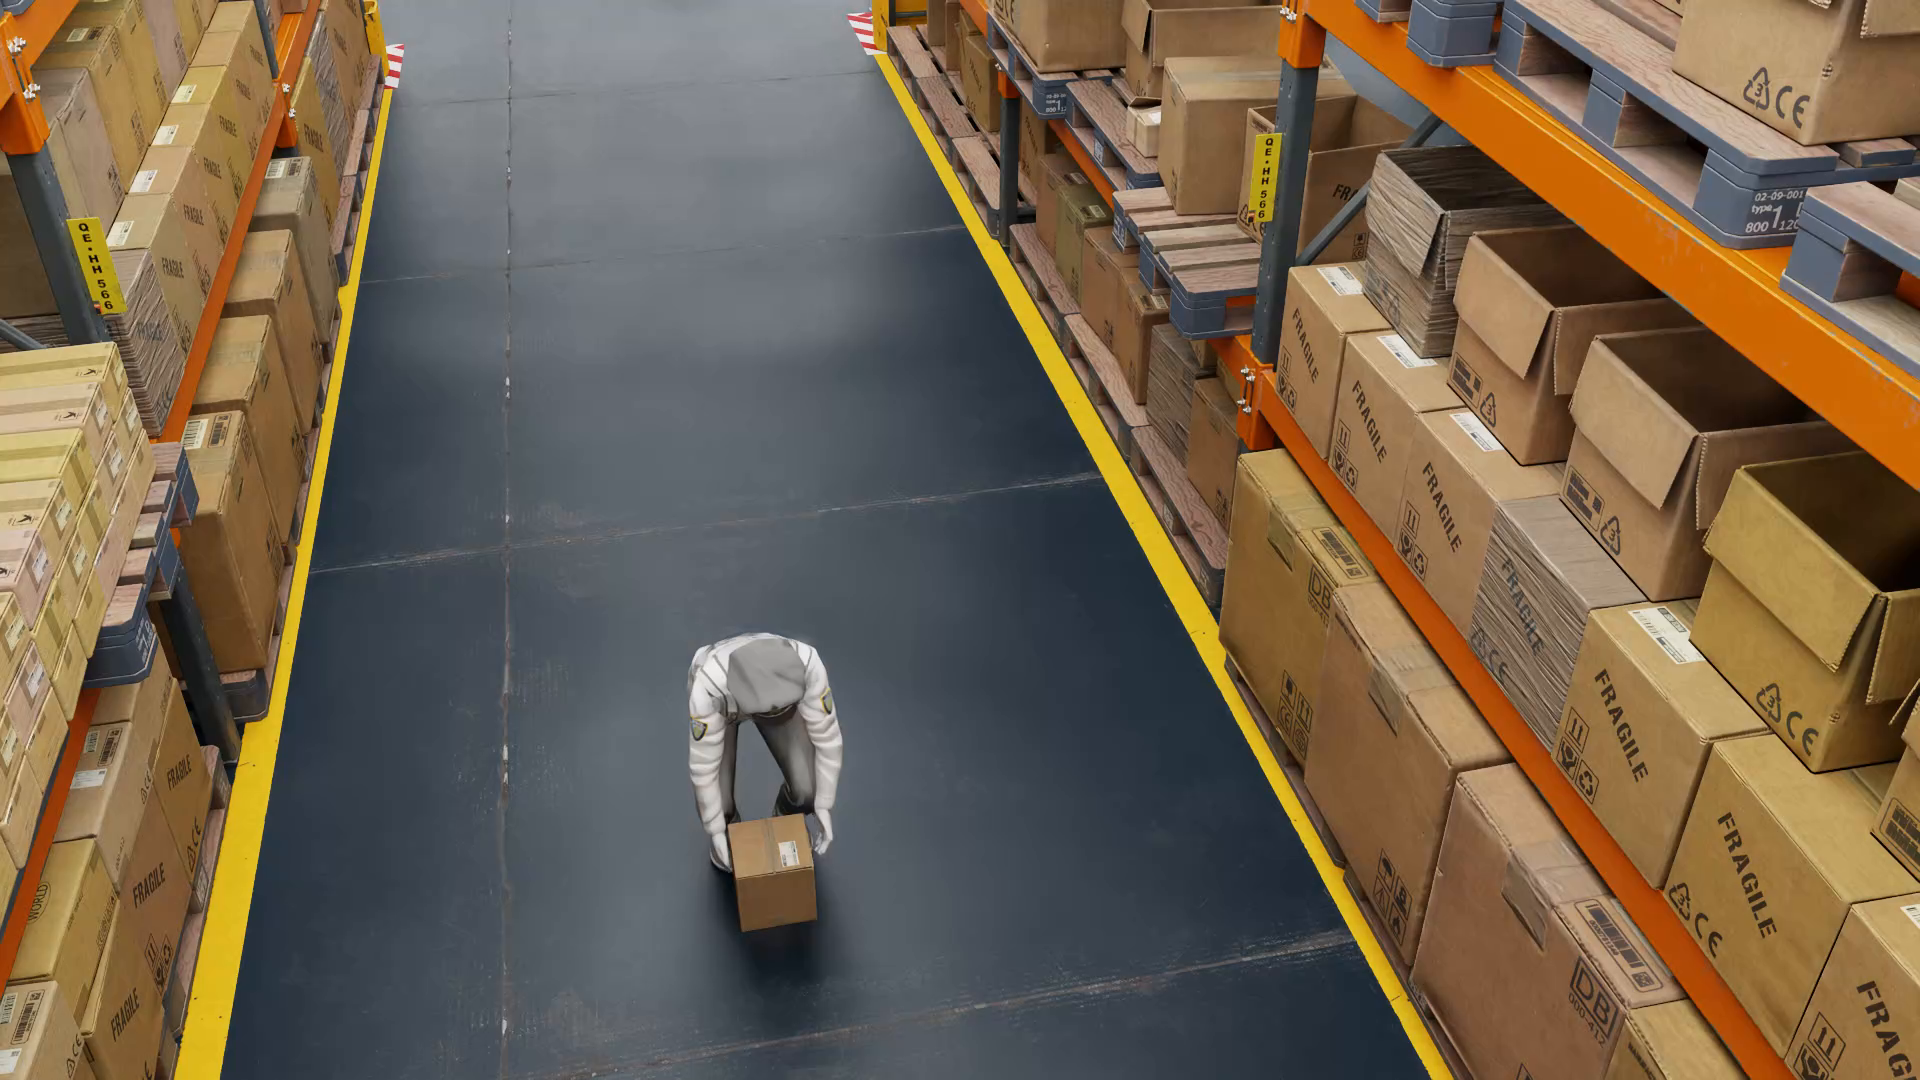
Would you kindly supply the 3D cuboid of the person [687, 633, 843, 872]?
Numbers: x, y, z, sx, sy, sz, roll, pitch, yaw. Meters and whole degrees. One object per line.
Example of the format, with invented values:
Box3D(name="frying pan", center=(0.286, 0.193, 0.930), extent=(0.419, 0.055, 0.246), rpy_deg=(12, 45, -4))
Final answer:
Box3D(name="person", center=(-0.669, 0.675, 5.632), extent=(0.516, 1.139, 0.803), rpy_deg=(-7, 35, -10))
